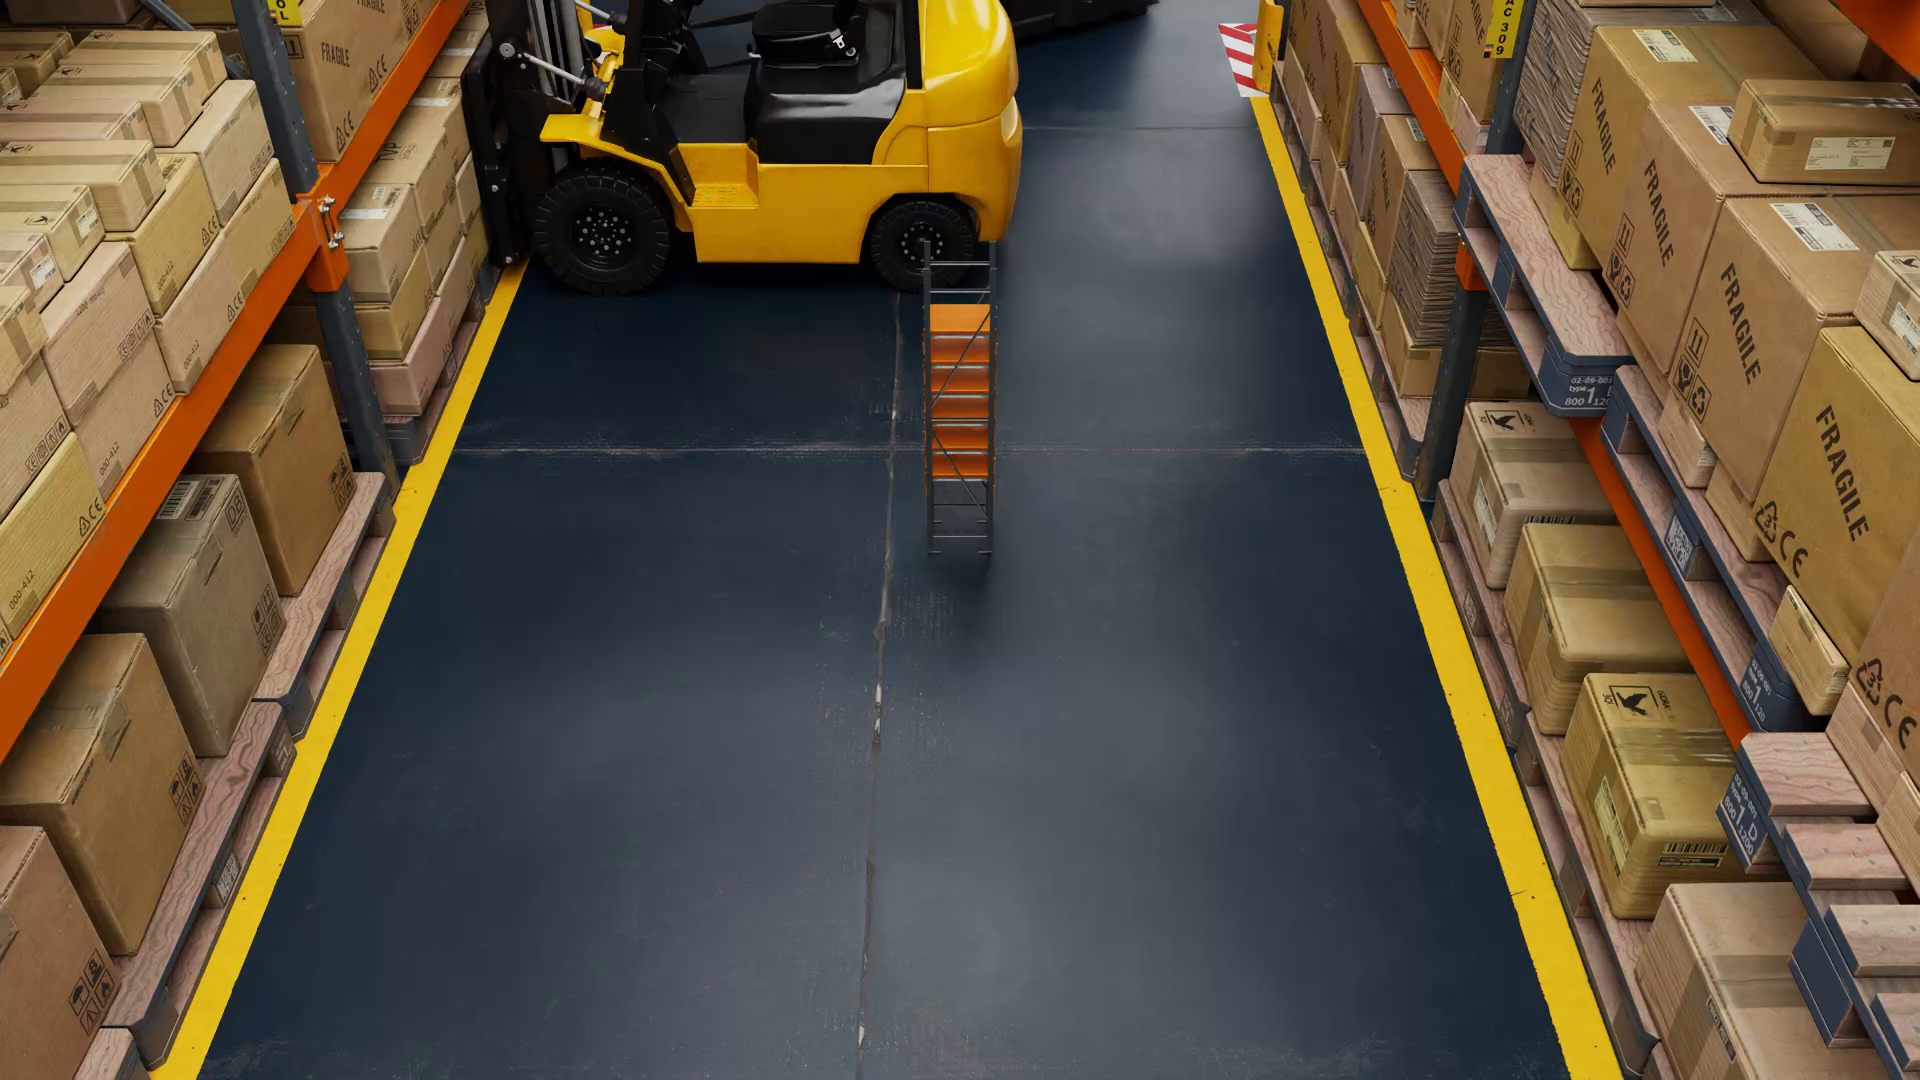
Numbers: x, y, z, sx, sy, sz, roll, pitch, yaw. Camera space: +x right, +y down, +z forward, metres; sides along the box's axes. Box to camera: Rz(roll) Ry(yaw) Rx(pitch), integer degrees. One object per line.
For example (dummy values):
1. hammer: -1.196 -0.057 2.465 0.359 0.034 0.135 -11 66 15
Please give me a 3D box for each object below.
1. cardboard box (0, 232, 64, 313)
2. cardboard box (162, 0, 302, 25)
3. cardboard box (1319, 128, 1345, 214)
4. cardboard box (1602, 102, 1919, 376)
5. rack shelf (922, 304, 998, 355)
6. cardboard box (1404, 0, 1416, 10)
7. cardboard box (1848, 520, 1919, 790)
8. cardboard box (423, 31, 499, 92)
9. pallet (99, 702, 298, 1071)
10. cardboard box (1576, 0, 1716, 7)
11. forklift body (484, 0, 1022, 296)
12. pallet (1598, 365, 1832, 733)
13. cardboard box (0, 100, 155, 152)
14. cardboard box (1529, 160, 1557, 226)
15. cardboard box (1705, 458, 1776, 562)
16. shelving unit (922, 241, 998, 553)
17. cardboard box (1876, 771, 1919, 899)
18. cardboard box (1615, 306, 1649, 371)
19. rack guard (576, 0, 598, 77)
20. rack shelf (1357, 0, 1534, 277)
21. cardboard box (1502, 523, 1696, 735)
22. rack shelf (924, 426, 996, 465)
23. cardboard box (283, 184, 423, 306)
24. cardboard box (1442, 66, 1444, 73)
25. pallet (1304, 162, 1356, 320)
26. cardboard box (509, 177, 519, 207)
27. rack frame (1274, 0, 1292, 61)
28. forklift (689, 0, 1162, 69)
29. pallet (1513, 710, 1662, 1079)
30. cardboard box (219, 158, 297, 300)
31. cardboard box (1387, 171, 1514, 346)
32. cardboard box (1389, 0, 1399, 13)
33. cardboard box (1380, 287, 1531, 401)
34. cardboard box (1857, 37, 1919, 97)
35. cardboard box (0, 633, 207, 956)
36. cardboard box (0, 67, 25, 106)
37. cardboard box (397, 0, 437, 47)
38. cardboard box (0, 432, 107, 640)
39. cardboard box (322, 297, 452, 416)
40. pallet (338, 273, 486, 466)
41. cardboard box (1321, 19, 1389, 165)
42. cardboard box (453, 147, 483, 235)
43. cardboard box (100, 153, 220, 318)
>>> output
1. cardboard box: -2.434 -0.622 4.029 0.380 0.149 0.250 0 39 0
2. cardboard box: -2.424 -1.834 5.541 0.380 0.149 0.250 -1 39 -1
3. cardboard box: 2.003 -1.776 7.930 0.500 0.250 0.500 2 39 3
4. cardboard box: 1.978 -0.752 4.135 0.500 0.500 0.500 0 39 0
5. rack shelf: 0.000 -0.724 5.689 0.258 0.103 0.180 0 39 0
6. cardboard box: 2.015 -2.427 6.563 0.500 0.500 0.500 1 39 1
7. cardboard box: 1.991 0.227 2.915 0.500 0.500 0.500 -1 39 -1
8. cardboard box: -2.369 -2.085 7.517 0.500 0.250 0.500 -1 39 -1
9. pallet: -2.643 0.971 4.869 1.003 0.211 1.213 0 39 0
10. cardboard box: 1.924 -1.626 4.708 0.380 0.149 0.250 0 39 0
11. forklift body: -0.865 -2.328 7.435 2.313 2.155 1.214 0 39 0
12. pallet: 2.238 -0.010 4.017 1.003 0.211 1.213 0 39 0
13. cardboard box: -2.499 -1.107 4.634 0.380 0.149 0.250 0 39 0
14. cardboard box: 1.961 -1.068 5.050 0.380 0.149 0.250 0 39 1
15. cardboard box: 1.965 -0.087 3.824 0.380 0.149 0.250 -1 39 -1
16. shelving unit: 0.000 -0.477 5.886 0.258 1.200 0.189 0 39 0
17. cardboard box: 1.928 0.557 3.021 0.380 0.149 0.250 0 39 0
18. cardboard box: 1.988 -0.574 4.433 0.380 0.149 0.250 1 39 1
19. rack guard: -2.692 -2.883 9.448 1.175 0.500 0.348 0 39 0
20. rack shelf: 2.274 -2.318 7.320 1.077 0.370 4.000 0 39 0
21. cardboard box: 2.284 0.291 5.254 0.950 0.372 0.625 2 39 3
22. rack shelf: 0.000 -0.349 5.989 0.258 0.103 0.180 0 39 0
23. cardboard box: -2.374 -1.126 6.320 0.500 0.250 0.500 -1 39 -1
24. cardboard box: 2.042 -1.770 6.261 0.380 0.149 0.250 0 39 0
25. pallet: 2.236 -1.445 7.884 1.003 0.211 1.213 0 39 0
26. cardboard box: -2.369 -1.693 7.826 0.500 0.250 0.500 1 39 1
27. rack frame: 2.272 -3.850 8.655 1.000 3.000 0.127 0 39 0
28. forklift: -0.264 -4.230 9.185 3.031 2.935 1.130 -21 43 -24
29. pallet: 2.283 0.992 4.844 1.003 0.211 1.213 0 39 0
30. cardboard box: -2.425 -0.969 5.180 0.500 0.250 0.500 1 39 1
31. cardboard box: 2.008 -1.102 6.489 0.500 0.500 0.500 -1 39 -1
32. cardboard box: 1.997 -2.246 6.855 0.380 0.149 0.250 -1 39 -1
33. cardboard box: 2.007 -0.809 6.724 0.500 0.250 0.500 2 39 2
34. cardboard box: 2.517 -1.201 4.178 0.380 0.149 0.250 -1 39 -1
35. cardboard box: -2.679 0.702 4.538 0.875 0.625 0.625 -2 39 -2
36. cardboard box: -2.953 -1.247 4.809 0.380 0.149 0.250 -1 39 -2
37. cardboard box: -2.445 -2.301 6.643 0.500 0.500 0.500 0 39 0
38. cardboard box: -2.441 -0.021 3.998 0.500 0.250 0.500 1 39 1
39. cardboard box: -2.356 -0.736 6.633 0.500 0.250 0.500 0 39 0
40. pallet: -2.646 -0.752 7.019 1.003 0.211 1.213 0 39 0
41. cardboard box: 1.994 -2.073 7.702 0.500 0.500 0.500 1 39 1
42. cardboard box: -2.370 -1.560 7.262 0.500 0.250 0.500 0 39 0
43. cardboard box: -2.423 -0.850 4.633 0.500 0.250 0.500 -1 39 -1
